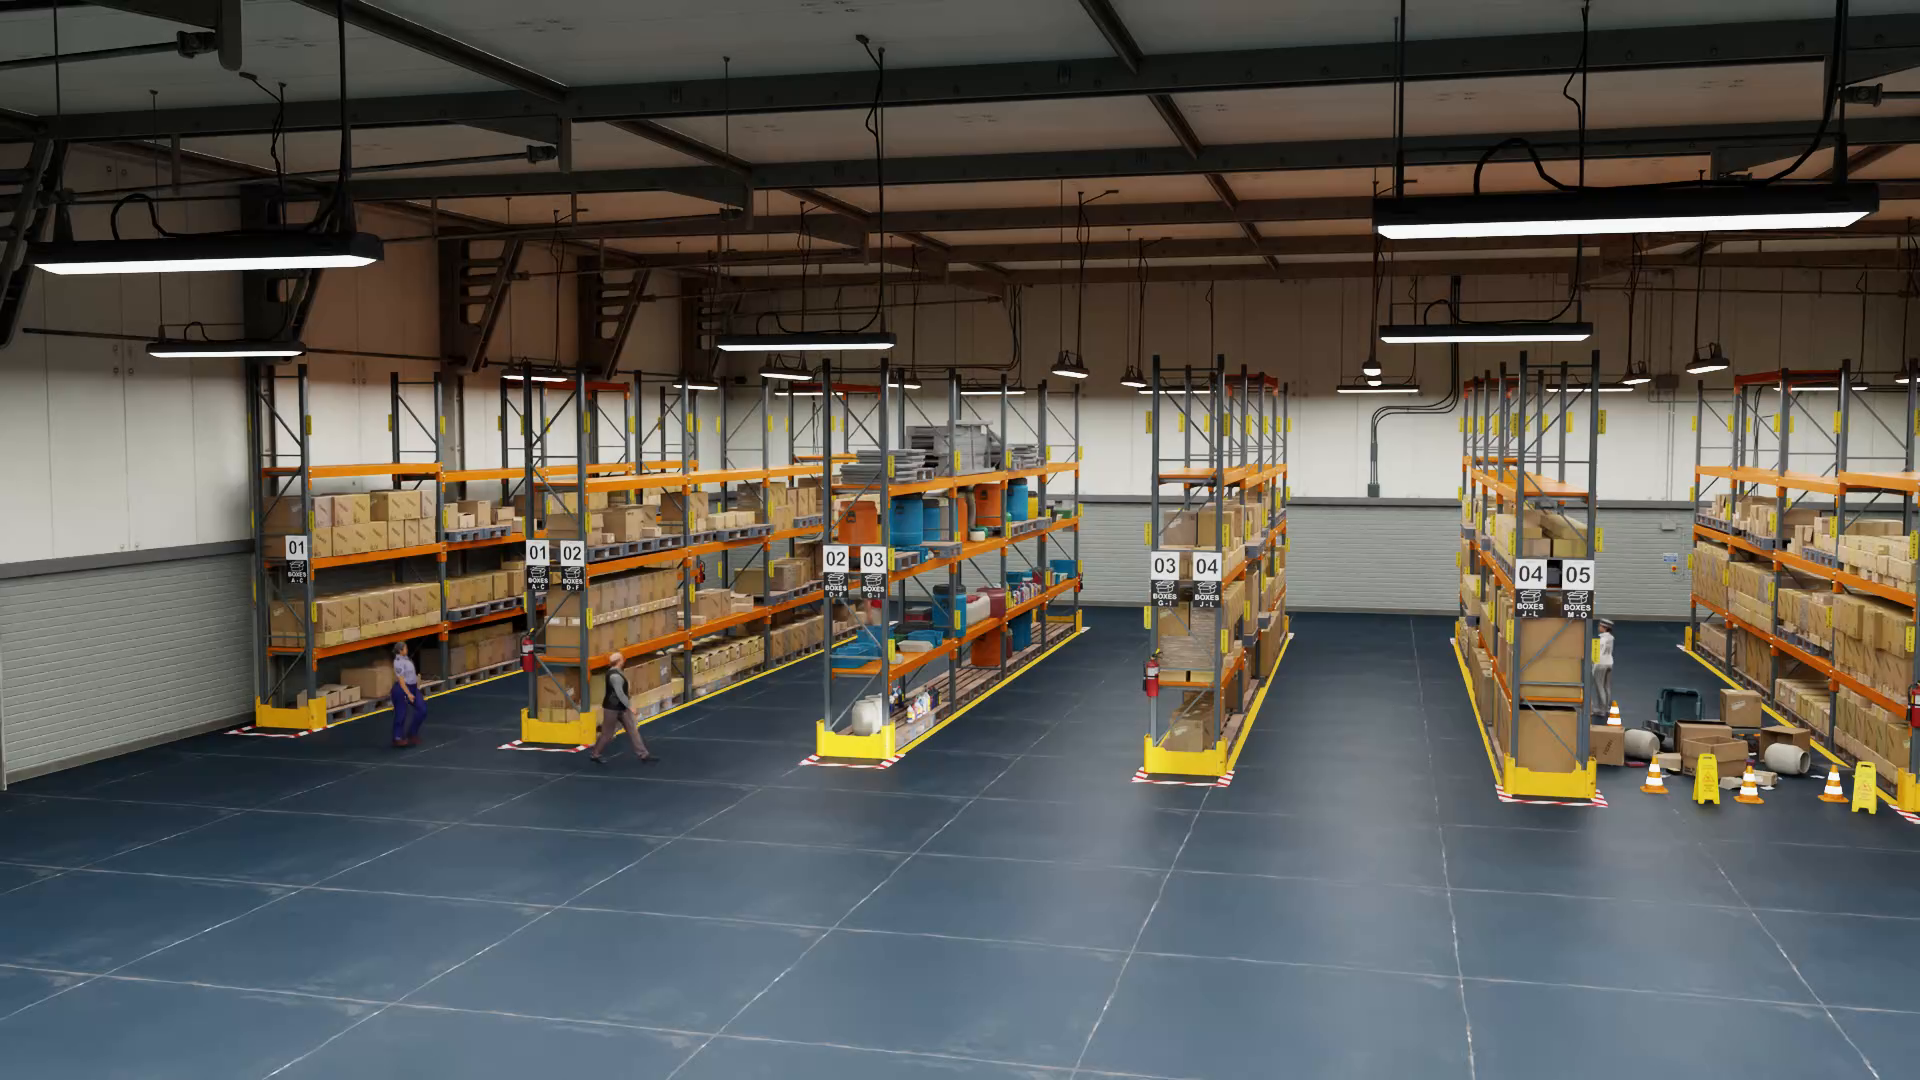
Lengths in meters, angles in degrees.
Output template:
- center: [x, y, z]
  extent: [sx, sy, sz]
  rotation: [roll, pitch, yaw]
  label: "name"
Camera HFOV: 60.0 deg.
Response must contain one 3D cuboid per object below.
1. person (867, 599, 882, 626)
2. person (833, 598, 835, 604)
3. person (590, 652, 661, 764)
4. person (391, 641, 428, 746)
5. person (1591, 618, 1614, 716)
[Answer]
- center: [-1.723, 1.639, 36.433]
  extent: [0.569, 1.727, 0.571]
  rotation: [2, 4, 28]
  label: "person"
- center: [-3.420, 1.159, 43.218]
  extent: [0.603, 1.809, 0.839]
  rotation: [1, 4, 8]
  label: "person"
- center: [-5.035, 2.442, 24.366]
  extent: [0.903, 1.599, 0.462]
  rotation: [2, 4, 24]
  label: "person"
- center: [-8.615, 2.403, 25.864]
  extent: [0.502, 1.673, 0.495]
  rotation: [2, 4, 24]
  label: "person"
- center: [11.069, 2.186, 28.756]
  extent: [0.558, 1.685, 0.461]
  rotation: [-3, 5, -33]
  label: "person"
